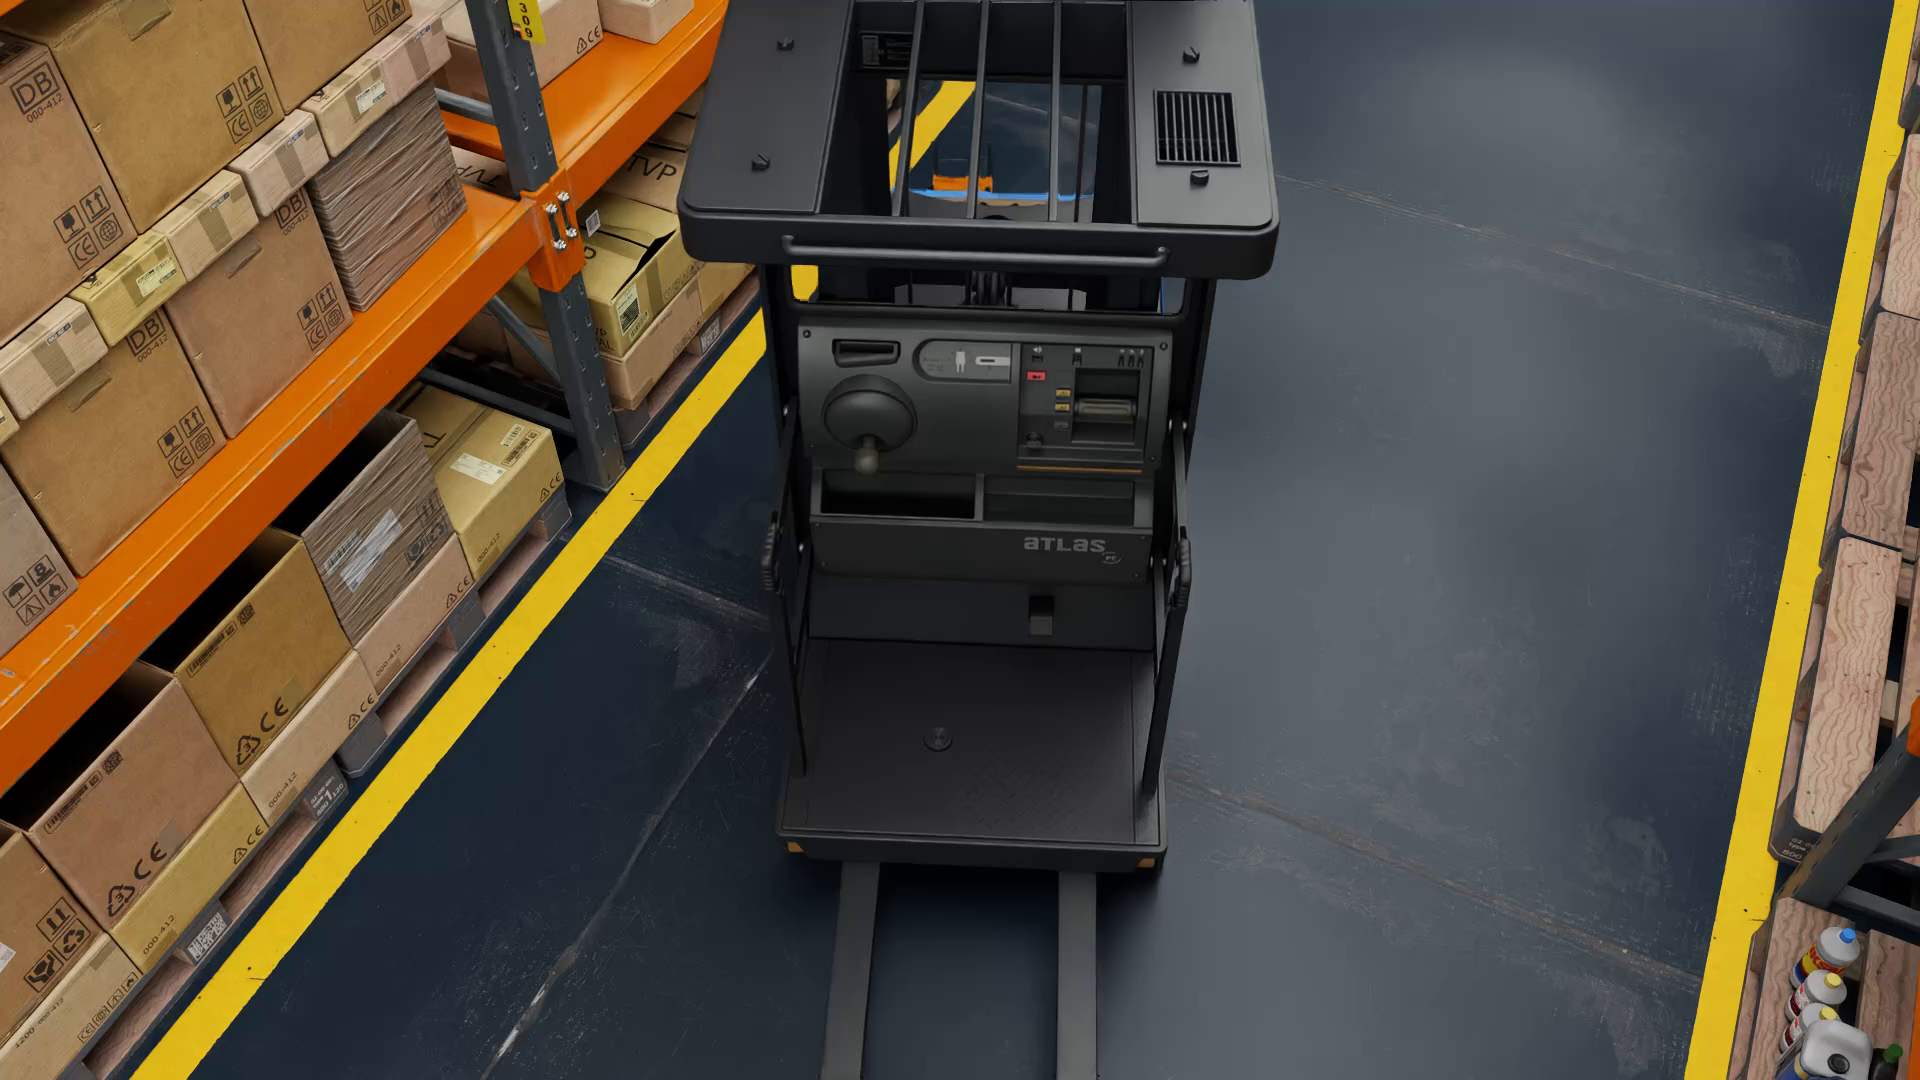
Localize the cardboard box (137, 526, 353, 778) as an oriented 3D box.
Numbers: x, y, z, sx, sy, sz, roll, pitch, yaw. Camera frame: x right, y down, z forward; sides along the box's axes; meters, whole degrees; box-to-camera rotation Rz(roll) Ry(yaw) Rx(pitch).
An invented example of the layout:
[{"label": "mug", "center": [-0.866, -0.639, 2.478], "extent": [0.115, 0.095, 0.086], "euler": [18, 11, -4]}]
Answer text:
[{"label": "cardboard box", "center": [-2.106, 0.249, 4.606], "extent": [0.500, 0.500, 0.500], "euler": [20, 52, 16]}]

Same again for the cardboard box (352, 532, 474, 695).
[{"label": "cardboard box", "center": [-1.894, 0.147, 5.185], "extent": [0.500, 0.250, 0.500], "euler": [20, 52, 16]}]

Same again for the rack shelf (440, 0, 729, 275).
[{"label": "rack shelf", "center": [-0.817, -2.484, 6.366], "extent": [1.077, 0.370, 4.000], "euler": [20, 52, 16]}]

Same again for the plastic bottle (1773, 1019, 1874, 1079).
[{"label": "plastic bottle", "center": [2.160, 1.323, 4.154], "extent": [0.152, 0.276, 0.135], "euler": [22, 53, 17]}]

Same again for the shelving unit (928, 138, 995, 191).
[{"label": "shelving unit", "center": [0.004, -0.892, 5.820], "extent": [0.215, 1.050, 0.252], "euler": [2, 50, 2]}]

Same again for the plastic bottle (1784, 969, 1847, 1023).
[{"label": "plastic bottle", "center": [2.230, 1.186, 4.320], "extent": [0.097, 0.201, 0.097], "euler": [0, 50, 0]}]

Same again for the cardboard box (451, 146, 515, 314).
[{"label": "cardboard box", "center": [-1.757, -1.138, 5.911], "extent": [0.500, 0.311, 0.500], "euler": [20, 52, 16]}]

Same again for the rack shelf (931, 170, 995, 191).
[{"label": "rack shelf", "center": [0.004, -1.069, 5.612], "extent": [0.215, 0.259, 0.240], "euler": [2, 50, 2]}]

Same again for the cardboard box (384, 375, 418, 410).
[{"label": "cardboard box", "center": [-2.152, -0.610, 5.337], "extent": [0.500, 0.500, 0.500], "euler": [20, 52, 16]}]

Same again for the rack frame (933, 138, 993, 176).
[{"label": "rack frame", "center": [0.011, -0.985, 5.899], "extent": [0.200, 1.050, 0.008], "euler": [2, 50, 2]}]

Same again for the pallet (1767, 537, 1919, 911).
[{"label": "pallet", "center": [3.106, 0.625, 5.080], "extent": [1.003, 0.211, 1.213], "euler": [20, 52, 16]}]

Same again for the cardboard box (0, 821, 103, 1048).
[{"label": "cardboard box", "center": [-2.536, 0.937, 4.021], "extent": [0.500, 0.500, 0.500], "euler": [20, 52, 16]}]

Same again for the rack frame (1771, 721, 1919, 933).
[{"label": "rack frame", "center": [2.806, 0.275, 3.547], "extent": [1.000, 3.000, 0.127], "euler": [20, 52, 16]}]

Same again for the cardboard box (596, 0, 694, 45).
[{"label": "cardboard box", "center": [-1.108, -1.802, 5.478], "extent": [0.380, 0.149, 0.250], "euler": [20, 52, 16]}]

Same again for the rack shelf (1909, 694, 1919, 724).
[{"label": "rack shelf", "center": [3.660, -0.869, 4.992], "extent": [1.077, 0.370, 4.000], "euler": [20, 52, 16]}]

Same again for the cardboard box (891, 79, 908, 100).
[{"label": "cardboard box", "center": [-0.401, -2.196, 7.179], "extent": [0.500, 0.250, 0.500], "euler": [21, 53, 17]}]

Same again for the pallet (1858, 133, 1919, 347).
[{"label": "pallet", "center": [4.149, -1.055, 6.509], "extent": [1.003, 0.211, 1.213], "euler": [20, 52, 16]}]

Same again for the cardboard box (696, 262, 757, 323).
[{"label": "cardboard box", "center": [-1.055, -1.133, 6.274], "extent": [0.500, 0.250, 0.500], "euler": [21, 53, 17]}]

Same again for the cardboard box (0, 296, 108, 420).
[{"label": "cardboard box", "center": [-2.137, -0.451, 3.673], "extent": [0.380, 0.149, 0.250], "euler": [21, 53, 17]}]

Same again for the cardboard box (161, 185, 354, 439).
[{"label": "cardboard box", "center": [-2.074, -0.699, 4.310], "extent": [0.700, 0.500, 0.500], "euler": [19, 52, 16]}]

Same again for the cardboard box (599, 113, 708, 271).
[{"label": "cardboard box", "center": [-1.051, -1.313, 6.059], "extent": [0.500, 0.311, 0.500], "euler": [19, 52, 16]}]

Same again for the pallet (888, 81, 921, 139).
[{"label": "pallet", "center": [-0.872, -1.799, 7.142], "extent": [1.003, 0.211, 1.213], "euler": [20, 52, 16]}]

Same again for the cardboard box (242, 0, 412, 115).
[{"label": "cardboard box", "center": [-1.855, -1.485, 4.126], "extent": [0.700, 0.500, 0.500], "euler": [20, 52, 16]}]

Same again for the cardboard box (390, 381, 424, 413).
[{"label": "cardboard box", "center": [-2.143, -0.364, 5.620], "extent": [0.500, 0.250, 0.500], "euler": [20, 52, 16]}]

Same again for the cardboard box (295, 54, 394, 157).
[{"label": "cardboard box", "center": [-1.701, -1.156, 4.272], "extent": [0.380, 0.149, 0.250], "euler": [19, 52, 15]}]

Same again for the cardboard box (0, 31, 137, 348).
[{"label": "cardboard box", "center": [-2.284, -0.792, 3.537], "extent": [0.700, 0.500, 0.500], "euler": [20, 52, 16]}]

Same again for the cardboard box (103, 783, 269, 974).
[{"label": "cardboard box", "center": [-2.307, 0.841, 4.595], "extent": [0.500, 0.250, 0.500], "euler": [20, 52, 16]}]

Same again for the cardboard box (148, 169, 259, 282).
[{"label": "cardboard box", "center": [-1.922, -0.793, 3.964], "extent": [0.380, 0.149, 0.250], "euler": [20, 52, 16]}]

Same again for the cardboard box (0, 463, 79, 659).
[{"label": "cardboard box", "center": [-2.510, -0.002, 3.716], "extent": [0.700, 0.500, 0.500], "euler": [21, 53, 17]}]

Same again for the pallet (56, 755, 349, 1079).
[{"label": "pallet", "center": [-2.569, 0.941, 4.810], "extent": [1.003, 0.211, 1.213], "euler": [20, 52, 16]}]

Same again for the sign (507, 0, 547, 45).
[{"label": "sign", "center": [-1.169, -1.466, 4.408], "extent": [0.100, 0.325, 0.005], "euler": [20, 52, 16]}]

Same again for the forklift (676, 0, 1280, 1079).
[{"label": "forklift", "center": [0.051, -0.246, 4.035], "extent": [1.130, 2.935, 3.031], "euler": [2, 50, 2]}]

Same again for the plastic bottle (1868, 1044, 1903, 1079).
[{"label": "plastic bottle", "center": [2.257, 1.355, 4.122], "extent": [0.061, 0.283, 0.133], "euler": [20, 52, 16]}]

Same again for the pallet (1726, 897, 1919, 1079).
[{"label": "pallet", "center": [2.481, 1.627, 4.227], "extent": [1.003, 0.211, 1.213], "euler": [20, 52, 16]}]
